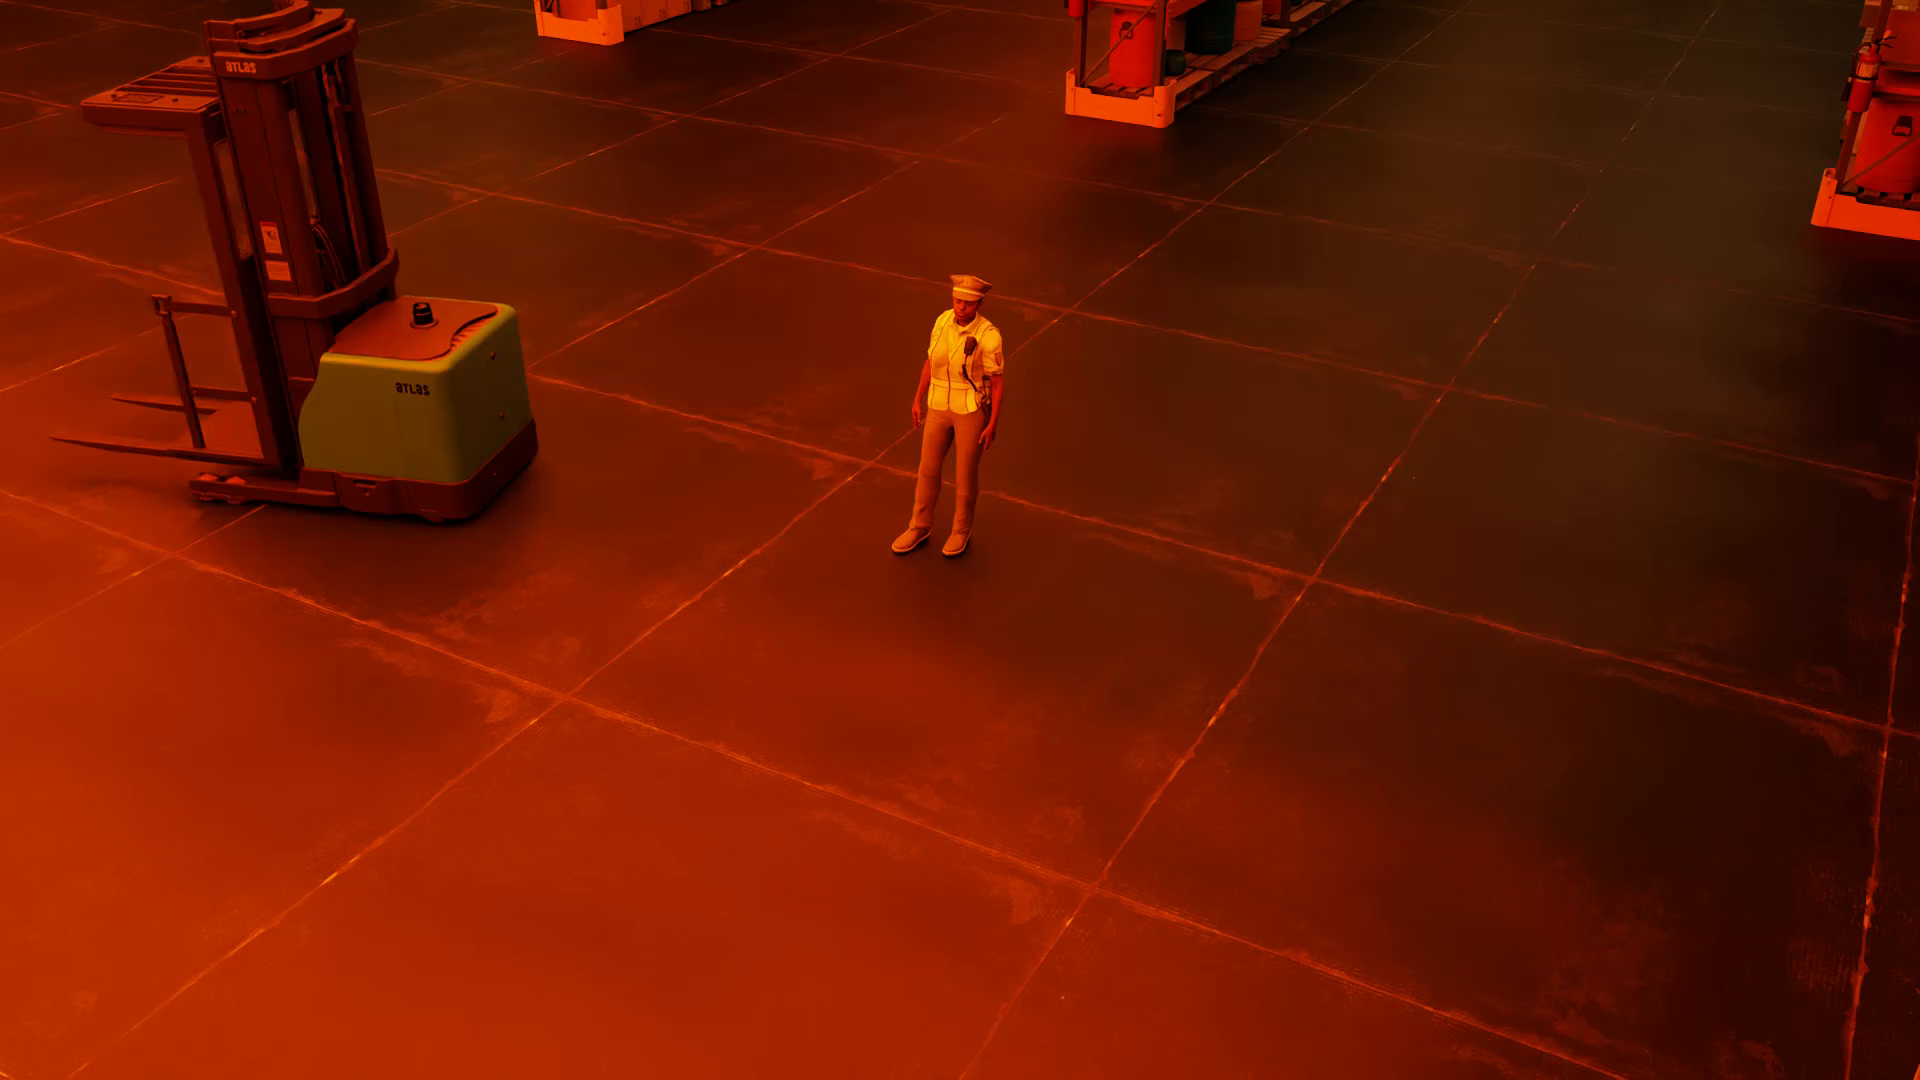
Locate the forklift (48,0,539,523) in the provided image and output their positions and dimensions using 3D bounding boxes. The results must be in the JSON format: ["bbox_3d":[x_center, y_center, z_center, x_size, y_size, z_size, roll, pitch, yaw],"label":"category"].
[{"bbox_3d":[-4.330,-1.742,10.089,3.031,2.935,1.130,6,31,11],"label":"forklift"}]

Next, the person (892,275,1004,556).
[{"bbox_3d":[-0.054,-0.711,9.528,0.569,1.692,0.530,15,33,25],"label":"person"}]
